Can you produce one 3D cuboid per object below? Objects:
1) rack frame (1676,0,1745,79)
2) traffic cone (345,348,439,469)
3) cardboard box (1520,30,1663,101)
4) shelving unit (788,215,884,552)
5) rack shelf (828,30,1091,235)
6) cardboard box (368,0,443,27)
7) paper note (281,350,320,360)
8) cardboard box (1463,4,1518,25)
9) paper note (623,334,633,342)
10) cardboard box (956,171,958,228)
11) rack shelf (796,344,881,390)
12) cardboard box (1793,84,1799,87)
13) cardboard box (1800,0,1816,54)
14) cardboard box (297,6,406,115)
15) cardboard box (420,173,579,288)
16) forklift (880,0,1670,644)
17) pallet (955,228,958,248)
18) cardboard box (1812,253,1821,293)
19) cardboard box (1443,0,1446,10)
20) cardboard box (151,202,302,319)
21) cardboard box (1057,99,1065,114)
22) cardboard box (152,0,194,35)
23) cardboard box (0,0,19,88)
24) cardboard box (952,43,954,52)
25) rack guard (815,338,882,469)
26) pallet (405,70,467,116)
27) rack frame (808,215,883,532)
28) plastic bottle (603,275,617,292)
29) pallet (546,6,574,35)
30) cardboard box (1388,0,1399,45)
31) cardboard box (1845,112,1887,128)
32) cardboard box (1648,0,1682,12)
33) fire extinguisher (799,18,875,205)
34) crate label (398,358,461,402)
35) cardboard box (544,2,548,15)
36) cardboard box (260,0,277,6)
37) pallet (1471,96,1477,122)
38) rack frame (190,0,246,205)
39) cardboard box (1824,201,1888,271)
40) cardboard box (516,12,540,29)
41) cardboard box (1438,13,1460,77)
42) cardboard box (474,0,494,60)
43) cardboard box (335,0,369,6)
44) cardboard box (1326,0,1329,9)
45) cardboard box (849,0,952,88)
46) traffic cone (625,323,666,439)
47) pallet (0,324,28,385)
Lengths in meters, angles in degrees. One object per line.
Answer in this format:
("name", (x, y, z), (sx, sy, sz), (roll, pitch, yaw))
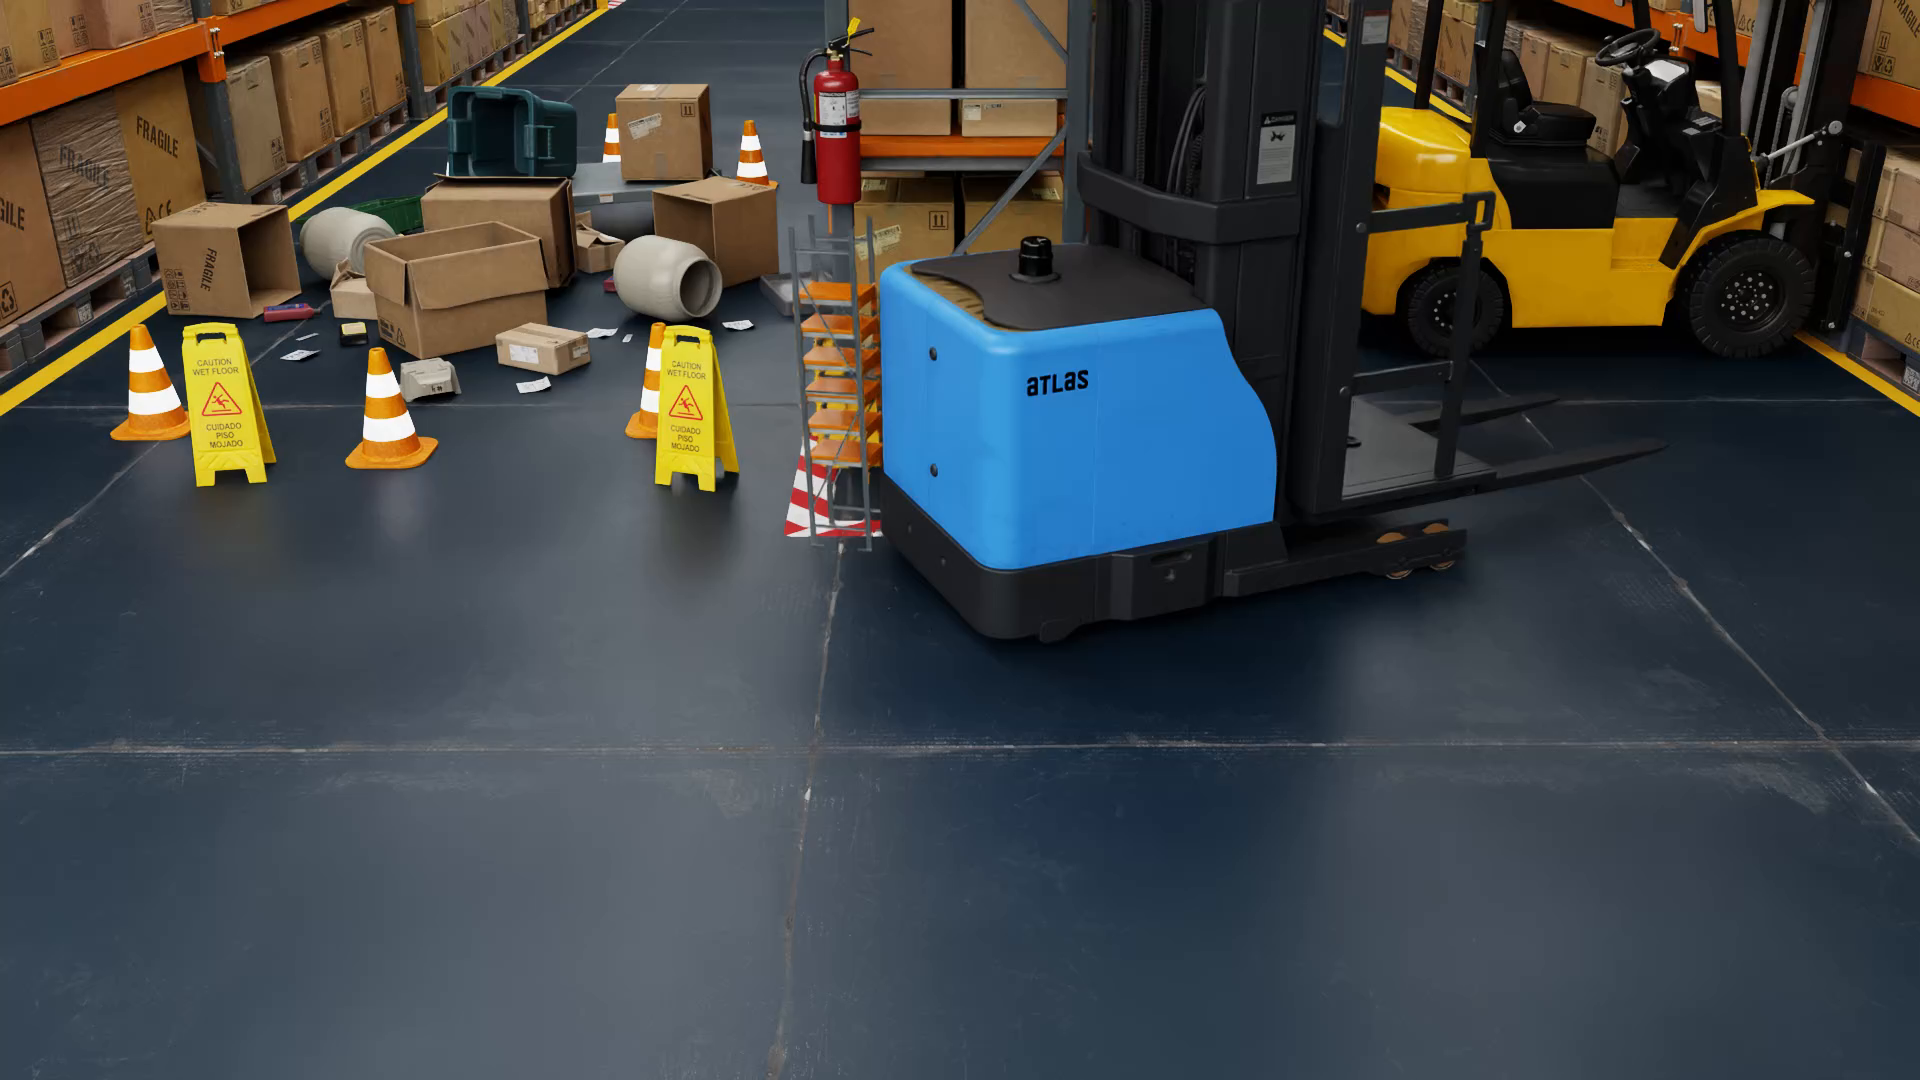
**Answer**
("rack frame", (4.914, -3.377, 10.076), (1.000, 3.000, 0.127), (0, 24, -1))
("traffic cone", (-2.407, -0.575, 6.960), (0.336, 0.463, 0.334), (0, 24, -1))
("cardboard box", (4.878, -3.608, 12.960), (0.875, 0.625, 0.625), (1, 24, 1))
("shelving unit", (-0.431, -0.554, 6.007), (0.258, 1.200, 0.189), (5, 25, 16))
("rack shelf", (-0.028, -2.201, 8.349), (1.077, 0.370, 4.000), (0, 24, -1))
("cardboard box", (-4.807, -4.617, 14.431), (0.500, 0.250, 0.500), (-1, 24, -3))
("paper note", (-3.273, -0.924, 8.257), (0.144, 0.017, 0.142), (8, 26, 18))
("cardboard box", (4.612, -4.575, 14.463), (0.380, 0.149, 0.250), (-1, 24, -3))
("paper note", (-1.704, -1.035, 8.527), (0.032, 0.001, 0.123), (0, 24, -1))
("cardboard box", (0.239, -1.971, 8.884), (0.500, 0.500, 0.500), (1, 24, 2))
("rack shelf", (-0.433, -0.624, 5.977), (0.258, 0.103, 0.180), (5, 25, 16))
("cardboard box", (5.113, -2.569, 9.904), (0.500, 0.250, 0.500), (0, 24, 0))
("cardboard box", (4.687, -2.815, 8.713), (0.500, 0.500, 0.500), (0, 24, -1))
("cardboard box", (-5.125, -3.852, 13.348), (1.050, 0.750, 0.750), (-1, 24, -1))
("cardboard box", (-2.575, -1.727, 9.293), (0.797, 0.637, 0.503), (0, 24, -1))
("forklift", (1.272, -1.383, 5.750), (3.031, 2.935, 1.130), (-10, 26, -21))
("pallet", (-0.007, -1.806, 9.986), (1.003, 0.211, 1.213), (0, 24, -1))
("cardboard box", (4.616, -1.484, 8.719), (0.500, 0.250, 0.500), (1, 24, 1))
("cardboard box", (4.658, -5.008, 15.420), (0.380, 0.149, 0.250), (-1, 24, -1))
("cardboard box", (-3.955, -1.516, 8.993), (0.500, 0.500, 0.500), (4, 25, 9))
("cardboard box", (0.259, -1.945, 7.215), (0.380, 0.149, 0.250), (-1, 24, -2))
("cardboard box", (-4.982, -3.205, 9.515), (0.875, 0.550, 0.550), (0, 24, -1))
("cardboard box", (-4.912, -2.320, 7.557), (0.875, 0.550, 0.550), (0, 24, -1))
("cardboard box", (-0.221, -2.373, 8.162), (0.380, 0.149, 0.250), (0, 24, -1))
("rack guard", (-0.007, -0.597, 6.963), (1.175, 0.500, 0.348), (0, 24, -1))
("pallet", (-5.049, -3.989, 14.813), (1.003, 0.211, 1.213), (0, 24, -1))
("rack frame", (-0.404, -0.590, 6.087), (0.240, 1.200, 0.006), (5, 25, 16))
("plastic bottle", (-1.911, -1.474, 9.434), (0.133, 0.061, 0.283), (4, 25, 9))
("pallet", (-5.144, -6.096, 19.471), (1.003, 0.211, 1.213), (0, 24, -1))
("cardboard box", (4.623, -5.306, 16.865), (0.500, 0.500, 0.500), (-1, 24, -1))
("cardboard box", (4.618, -2.154, 8.987), (0.500, 0.250, 0.500), (1, 24, 1))
("cardboard box", (4.647, -3.515, 10.564), (0.500, 0.250, 0.500), (0, 24, 1))
("fire extinguisher", (-0.465, -1.620, 6.286), (0.296, 0.674, 0.183), (0, 24, -1))
("crate label", (-2.477, -0.750, 7.743), (0.250, 0.136, 0.298), (-14, 28, -28))
("cardboard box", (-4.916, -6.056, 18.951), (0.380, 0.149, 0.250), (-1, 24, -3))
("cardboard box", (-4.741, -3.760, 10.803), (0.500, 0.500, 0.500), (0, 24, 0))
("pallet", (4.840, -3.415, 13.545), (1.003, 0.211, 1.213), (0, 24, -1))
("rack frame", (-4.998, -3.289, 9.882), (1.000, 3.000, 0.127), (0, 24, -1))
("cardboard box", (4.618, -1.513, 8.176), (0.500, 0.250, 0.500), (-1, 24, -2))
("cardboard box", (-4.768, -5.629, 18.007), (0.380, 0.149, 0.250), (-1, 24, -3))
("cardboard box", (4.656, -4.457, 14.988), (0.500, 0.500, 0.500), (-1, 24, -1))
("cardboard box", (-4.819, -4.911, 15.993), (0.500, 0.500, 0.500), (-1, 24, -2))
("cardboard box", (-5.311, -4.612, 14.421), (0.500, 0.250, 0.500), (-1, 24, -2))
("cardboard box", (4.571, -6.551, 19.618), (0.500, 0.500, 0.500), (0, 24, 0))
("cardboard box", (-0.287, -2.108, 6.789), (0.500, 0.500, 0.500), (-1, 24, -1))
("traffic cone", (-1.300, -0.720, 7.281), (0.336, 0.463, 0.334), (0, 24, -1))
("pallet", (-5.041, -0.699, 7.540), (1.003, 0.211, 1.213), (0, 24, -1))
